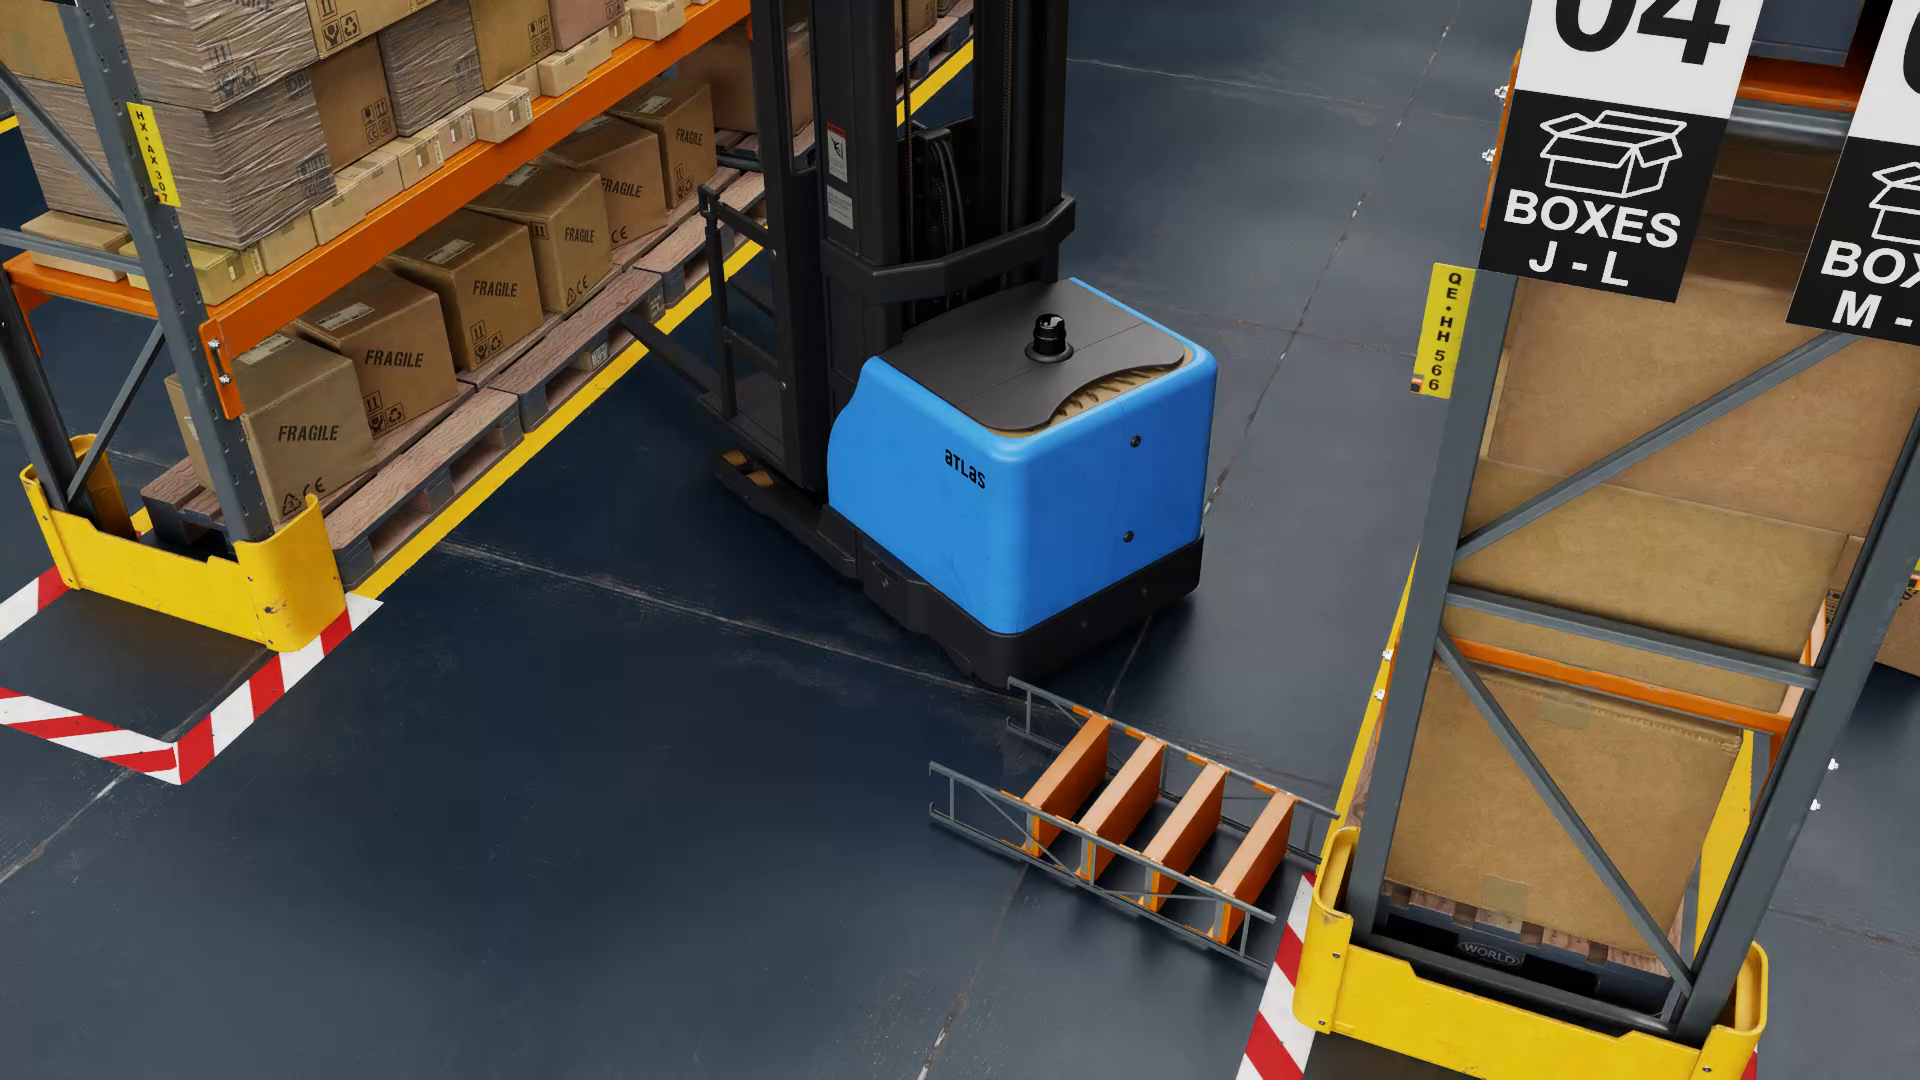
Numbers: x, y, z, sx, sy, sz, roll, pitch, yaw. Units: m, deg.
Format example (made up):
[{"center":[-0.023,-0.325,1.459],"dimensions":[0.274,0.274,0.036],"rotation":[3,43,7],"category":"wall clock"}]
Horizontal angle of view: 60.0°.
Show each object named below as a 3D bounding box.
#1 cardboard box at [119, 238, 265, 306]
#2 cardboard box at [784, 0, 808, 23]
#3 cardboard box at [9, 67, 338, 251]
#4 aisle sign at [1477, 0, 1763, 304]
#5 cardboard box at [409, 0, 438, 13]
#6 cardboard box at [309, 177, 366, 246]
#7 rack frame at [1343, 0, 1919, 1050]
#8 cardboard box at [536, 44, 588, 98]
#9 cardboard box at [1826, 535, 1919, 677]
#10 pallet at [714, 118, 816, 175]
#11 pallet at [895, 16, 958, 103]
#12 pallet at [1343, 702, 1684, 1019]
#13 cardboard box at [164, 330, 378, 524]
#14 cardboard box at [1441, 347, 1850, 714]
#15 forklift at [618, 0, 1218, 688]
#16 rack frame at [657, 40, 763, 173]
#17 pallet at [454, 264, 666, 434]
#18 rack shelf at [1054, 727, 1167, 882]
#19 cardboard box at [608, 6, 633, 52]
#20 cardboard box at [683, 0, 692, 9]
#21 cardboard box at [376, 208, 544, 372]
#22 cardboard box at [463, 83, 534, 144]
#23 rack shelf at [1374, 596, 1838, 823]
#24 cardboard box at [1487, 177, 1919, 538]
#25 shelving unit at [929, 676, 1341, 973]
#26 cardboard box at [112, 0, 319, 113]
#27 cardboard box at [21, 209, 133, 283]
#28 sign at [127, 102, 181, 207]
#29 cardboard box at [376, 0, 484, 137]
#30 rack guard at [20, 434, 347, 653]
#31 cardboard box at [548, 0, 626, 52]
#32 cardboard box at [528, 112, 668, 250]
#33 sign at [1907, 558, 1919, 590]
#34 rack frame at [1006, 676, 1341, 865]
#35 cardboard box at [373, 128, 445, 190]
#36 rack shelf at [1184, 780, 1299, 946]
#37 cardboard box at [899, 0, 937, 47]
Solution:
[{"center":[-2.646,-0.959,5.737],"dimensions":[0.380,0.149,0.250],"rotation":[14,39,18],"category":"cardboard box"},{"center":[-1.001,-2.941,9.899],"dimensions":[0.700,0.500,0.500],"rotation":[14,39,17],"category":"cardboard box"},{"center":[-2.740,-1.414,5.804],"dimensions":[0.875,0.500,0.500],"rotation":[14,39,18],"category":"cardboard box"},{"center":[1.269,-0.841,3.198],"dimensions":[0.394,0.787,0.004],"rotation":[14,39,18],"category":"aisle sign"},{"center":[-2.128,-2.311,6.169],"dimensions":[0.500,0.500,0.500],"rotation":[14,39,18],"category":"cardboard box"},{"center":[-2.424,-1.228,6.097],"dimensions":[0.380,0.149,0.250],"rotation":[14,39,18],"category":"cardboard box"},{"center":[1.573,0.230,3.937],"dimensions":[1.000,3.000,0.127],"rotation":[14,39,18],"category":"rack frame"},{"center":[-1.847,-2.057,7.206],"dimensions":[0.380,0.149,0.250],"rotation":[14,39,18],"category":"cardboard box"},{"center":[3.454,0.109,6.185],"dimensions":[0.500,0.500,0.500],"rotation":[21,42,25],"category":"cardboard box"},{"center":[-1.158,-2.485,9.899],"dimensions":[1.003,0.211,1.213],"rotation":[14,39,18],"category":"pallet"},{"center":[-0.696,-3.163,10.806],"dimensions":[1.003,0.211,1.213],"rotation":[14,39,18],"category":"pallet"},{"center":[1.805,0.886,5.388],"dimensions":[1.003,0.211,1.213],"rotation":[14,39,18],"category":"pallet"},{"center":[-2.722,-0.465,6.604],"dimensions":[0.500,0.500,0.500],"rotation":[21,42,26],"category":"cardboard box"},{"center":[1.673,-0.046,4.181],"dimensions":[0.875,0.550,0.550],"rotation":[14,39,18],"category":"cardboard box"},{"center":[-0.392,-1.465,6.261],"dimensions":[1.130,2.935,3.031],"rotation":[-26,44,-30],"category":"forklift"},{"center":[-1.453,-3.171,8.487],"dimensions":[1.000,3.000,0.127],"rotation":[14,39,18],"category":"rack frame"},{"center":[-2.139,-0.996,7.906],"dimensions":[1.003,0.211,1.213],"rotation":[14,39,18],"category":"pallet"},{"center":[0.485,0.858,5.356],"dimensions":[0.148,0.258,0.480],"rotation":[21,42,25],"category":"rack shelf"},{"center":[-1.727,-2.351,7.600],"dimensions":[0.380,0.149,0.250],"rotation":[14,39,18],"category":"cardboard box"},{"center":[-1.518,-2.623,7.964],"dimensions":[0.380,0.149,0.250],"rotation":[14,39,18],"category":"cardboard box"},{"center":[-2.271,-1.146,7.515],"dimensions":[0.500,0.500,0.500],"rotation":[18,40,22],"category":"cardboard box"},{"center":[-1.986,-1.767,6.819],"dimensions":[0.380,0.149,0.250],"rotation":[14,39,18],"category":"cardboard box"},{"center":[2.334,-0.589,5.634],"dimensions":[1.077,0.370,4.000],"rotation":[14,39,18],"category":"rack shelf"},{"center":[1.750,-0.460,3.832],"dimensions":[0.875,0.550,0.550],"rotation":[14,39,18],"category":"cardboard box"},{"center":[0.542,0.880,5.327],"dimensions":[1.200,0.258,0.503],"rotation":[21,42,25],"category":"shelving unit"},{"center":[-2.514,-1.758,5.430],"dimensions":[0.500,0.500,0.500],"rotation":[14,39,18],"category":"cardboard box"},{"center":[-3.058,-1.060,5.873],"dimensions":[0.380,0.149,0.250],"rotation":[14,39,18],"category":"cardboard box"},{"center":[-2.473,-1.179,5.099],"dimensions":[0.100,0.325,0.005],"rotation":[14,39,18],"category":"sign"},{"center":[-2.431,-1.985,6.568],"dimensions":[0.875,0.500,0.500],"rotation":[14,39,18],"category":"cardboard box"},{"center":[-2.946,0.003,6.328],"dimensions":[1.175,0.500,0.348],"rotation":[14,39,18],"category":"rack guard"},{"center":[-2.001,-2.526,7.292],"dimensions":[0.875,0.500,0.500],"rotation":[14,39,18],"category":"cardboard box"},{"center":[-1.853,-1.807,8.399],"dimensions":[0.500,0.500,0.500],"rotation":[27,45,32],"category":"cardboard box"},{"center":[2.084,-0.019,3.481],"dimensions":[0.100,0.325,0.005],"rotation":[14,39,18],"category":"sign"},{"center":[0.673,0.756,5.492],"dimensions":[1.200,0.240,0.015],"rotation":[21,42,25],"category":"rack frame"},{"center":[-2.247,-1.508,6.472],"dimensions":[0.380,0.149,0.250],"rotation":[14,39,18],"category":"cardboard box"},{"center":[0.874,1.006,5.158],"dimensions":[0.148,0.258,0.480],"rotation":[21,42,25],"category":"rack shelf"},{"center":[-0.576,-3.559,10.727],"dimensions":[0.700,0.500,0.500],"rotation":[17,40,21],"category":"cardboard box"}]
